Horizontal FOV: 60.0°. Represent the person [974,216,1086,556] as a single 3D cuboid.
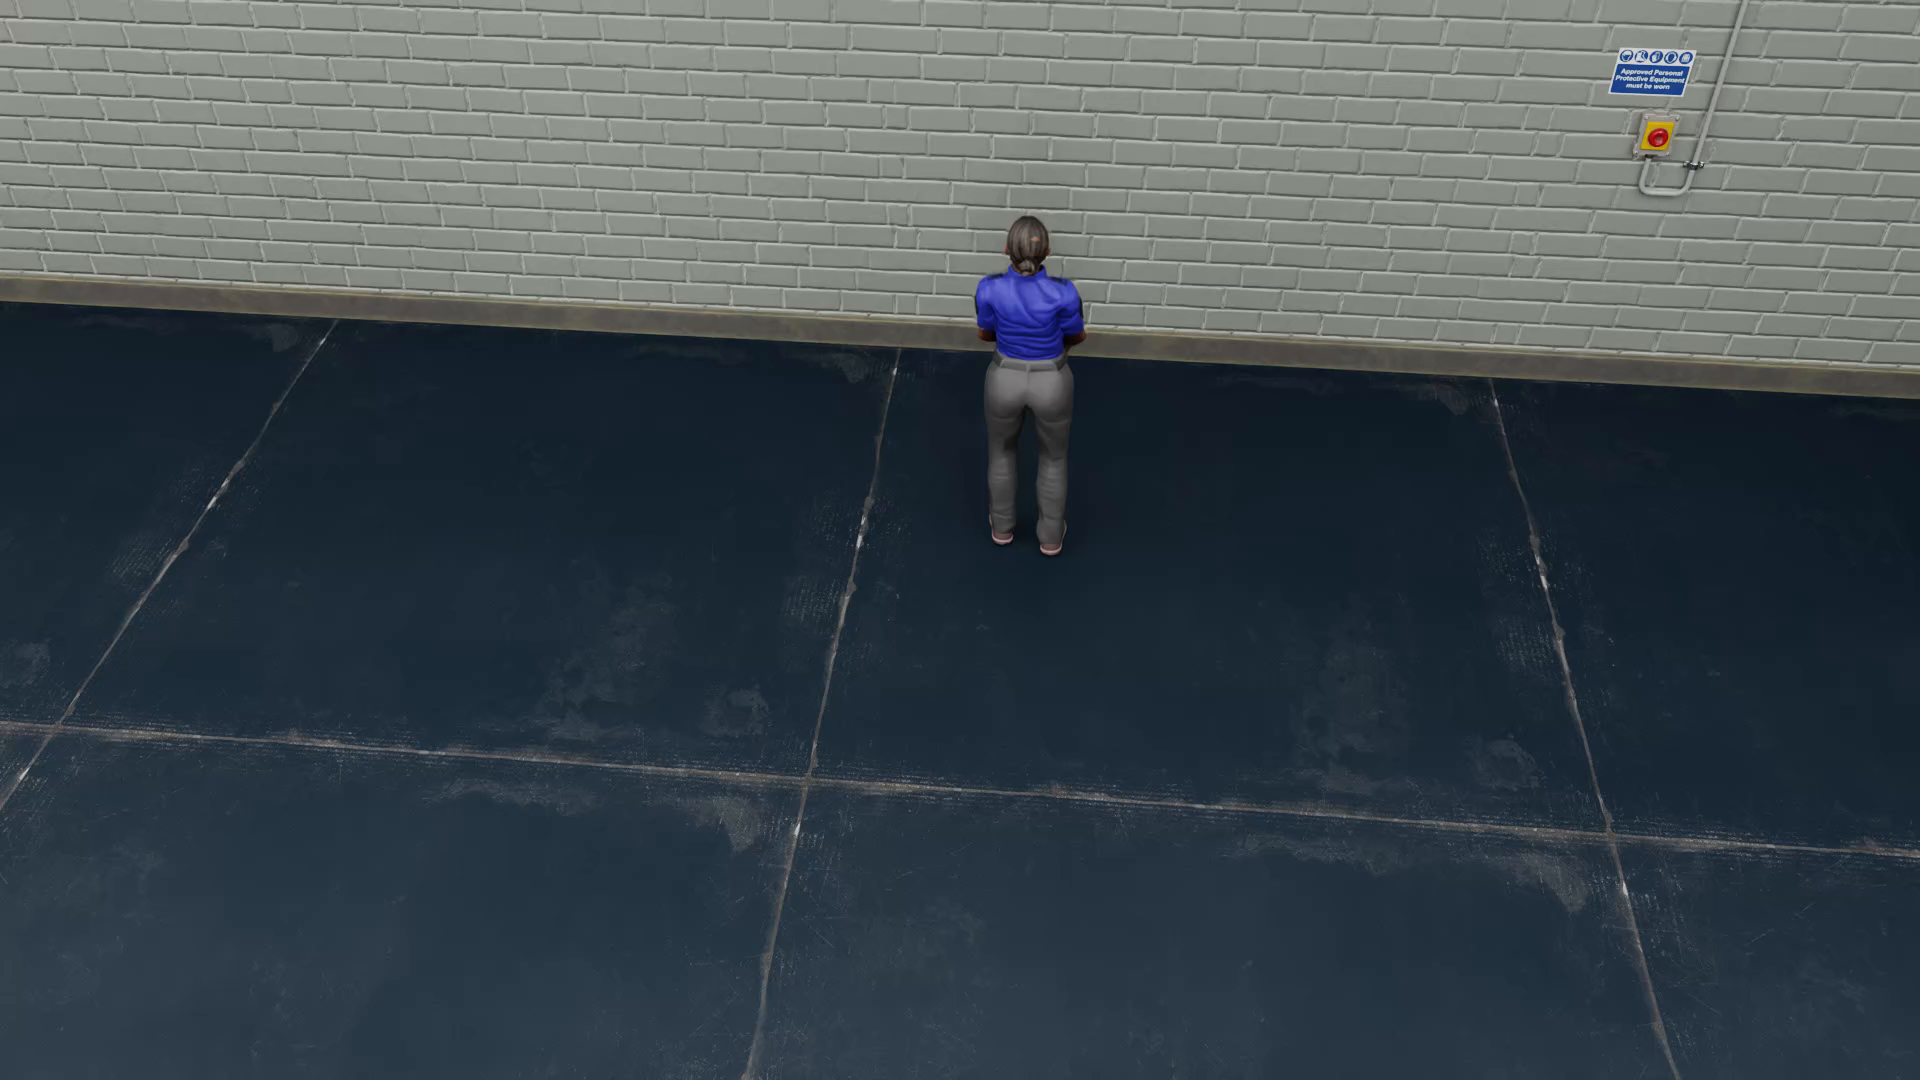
[{"bbox_3d":[0.294,-0.680,6.970,0.451,1.650,0.512,4,40,5],"label":"person"}]
